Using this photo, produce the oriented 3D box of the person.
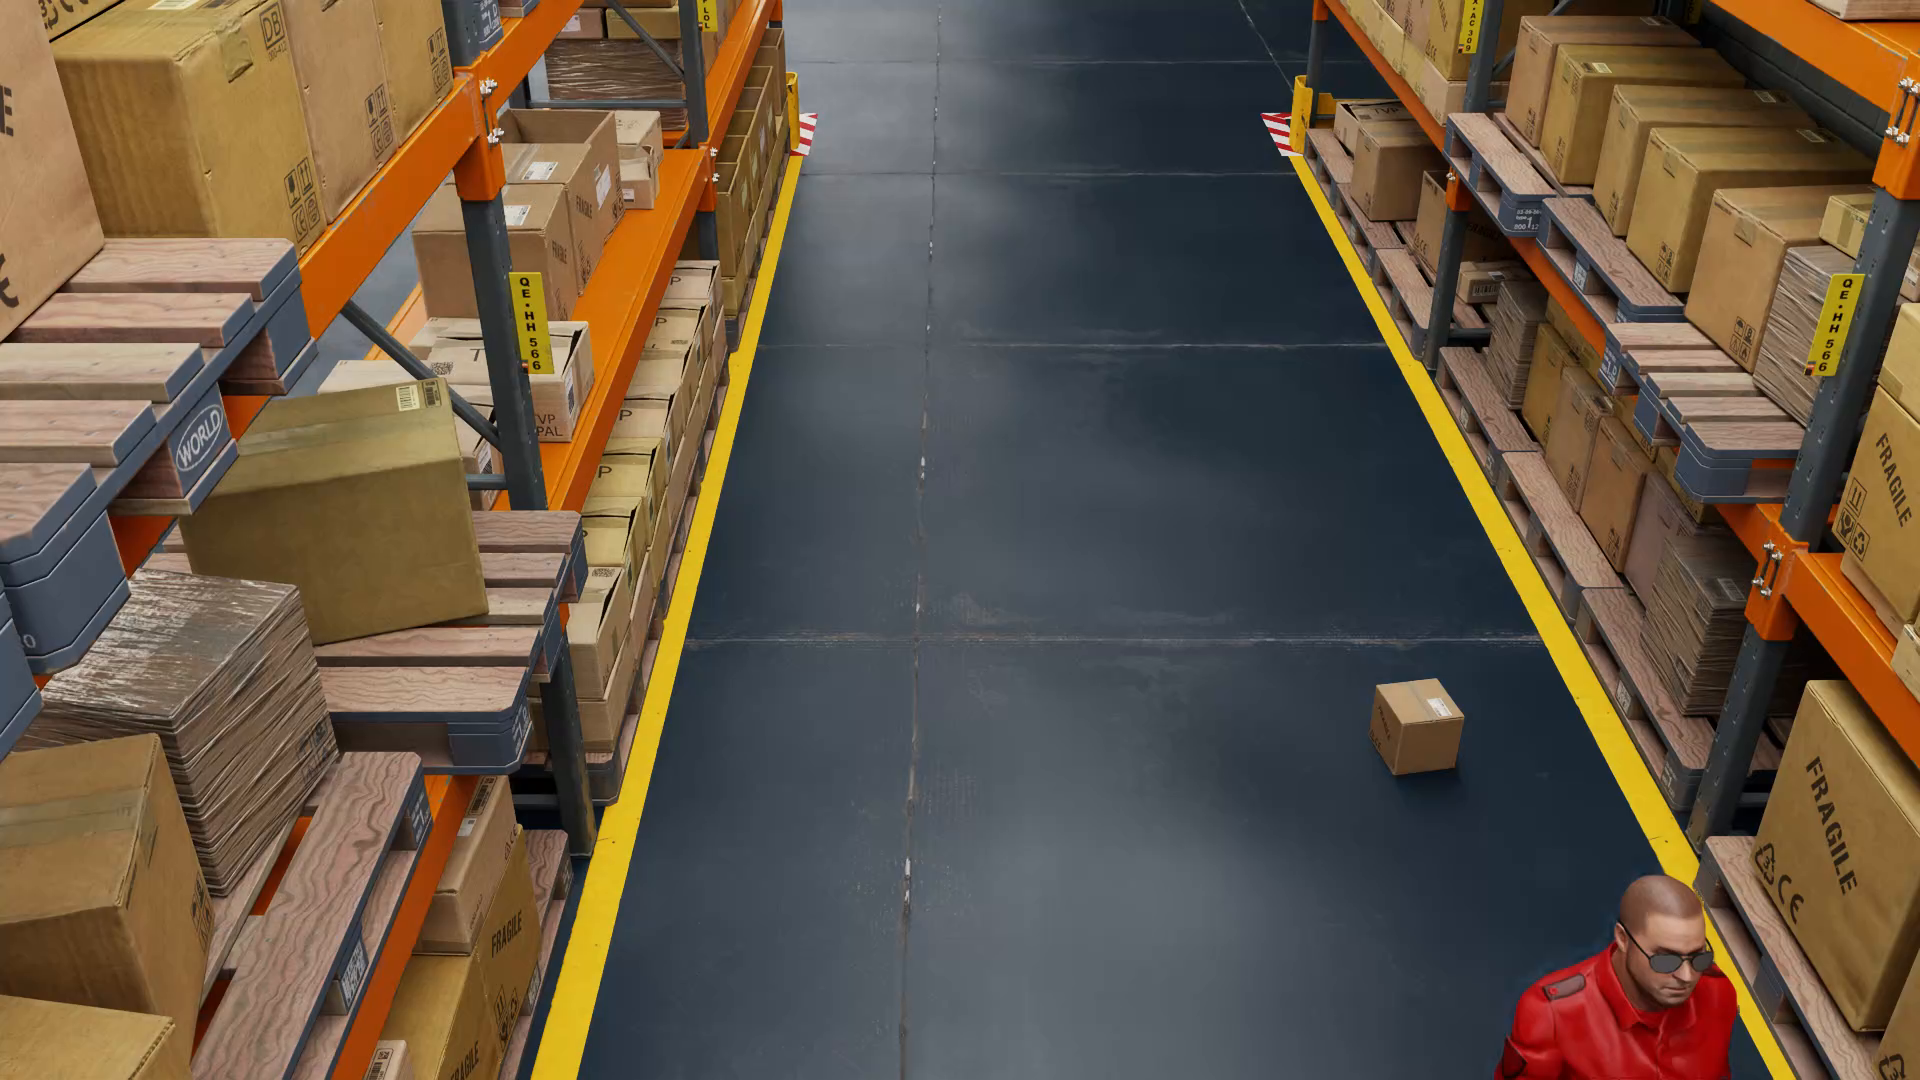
[{"bbox_3d":[1.420,1.446,3.768,0.536,1.681,0.959,-3,31,-5],"label":"person"}]
